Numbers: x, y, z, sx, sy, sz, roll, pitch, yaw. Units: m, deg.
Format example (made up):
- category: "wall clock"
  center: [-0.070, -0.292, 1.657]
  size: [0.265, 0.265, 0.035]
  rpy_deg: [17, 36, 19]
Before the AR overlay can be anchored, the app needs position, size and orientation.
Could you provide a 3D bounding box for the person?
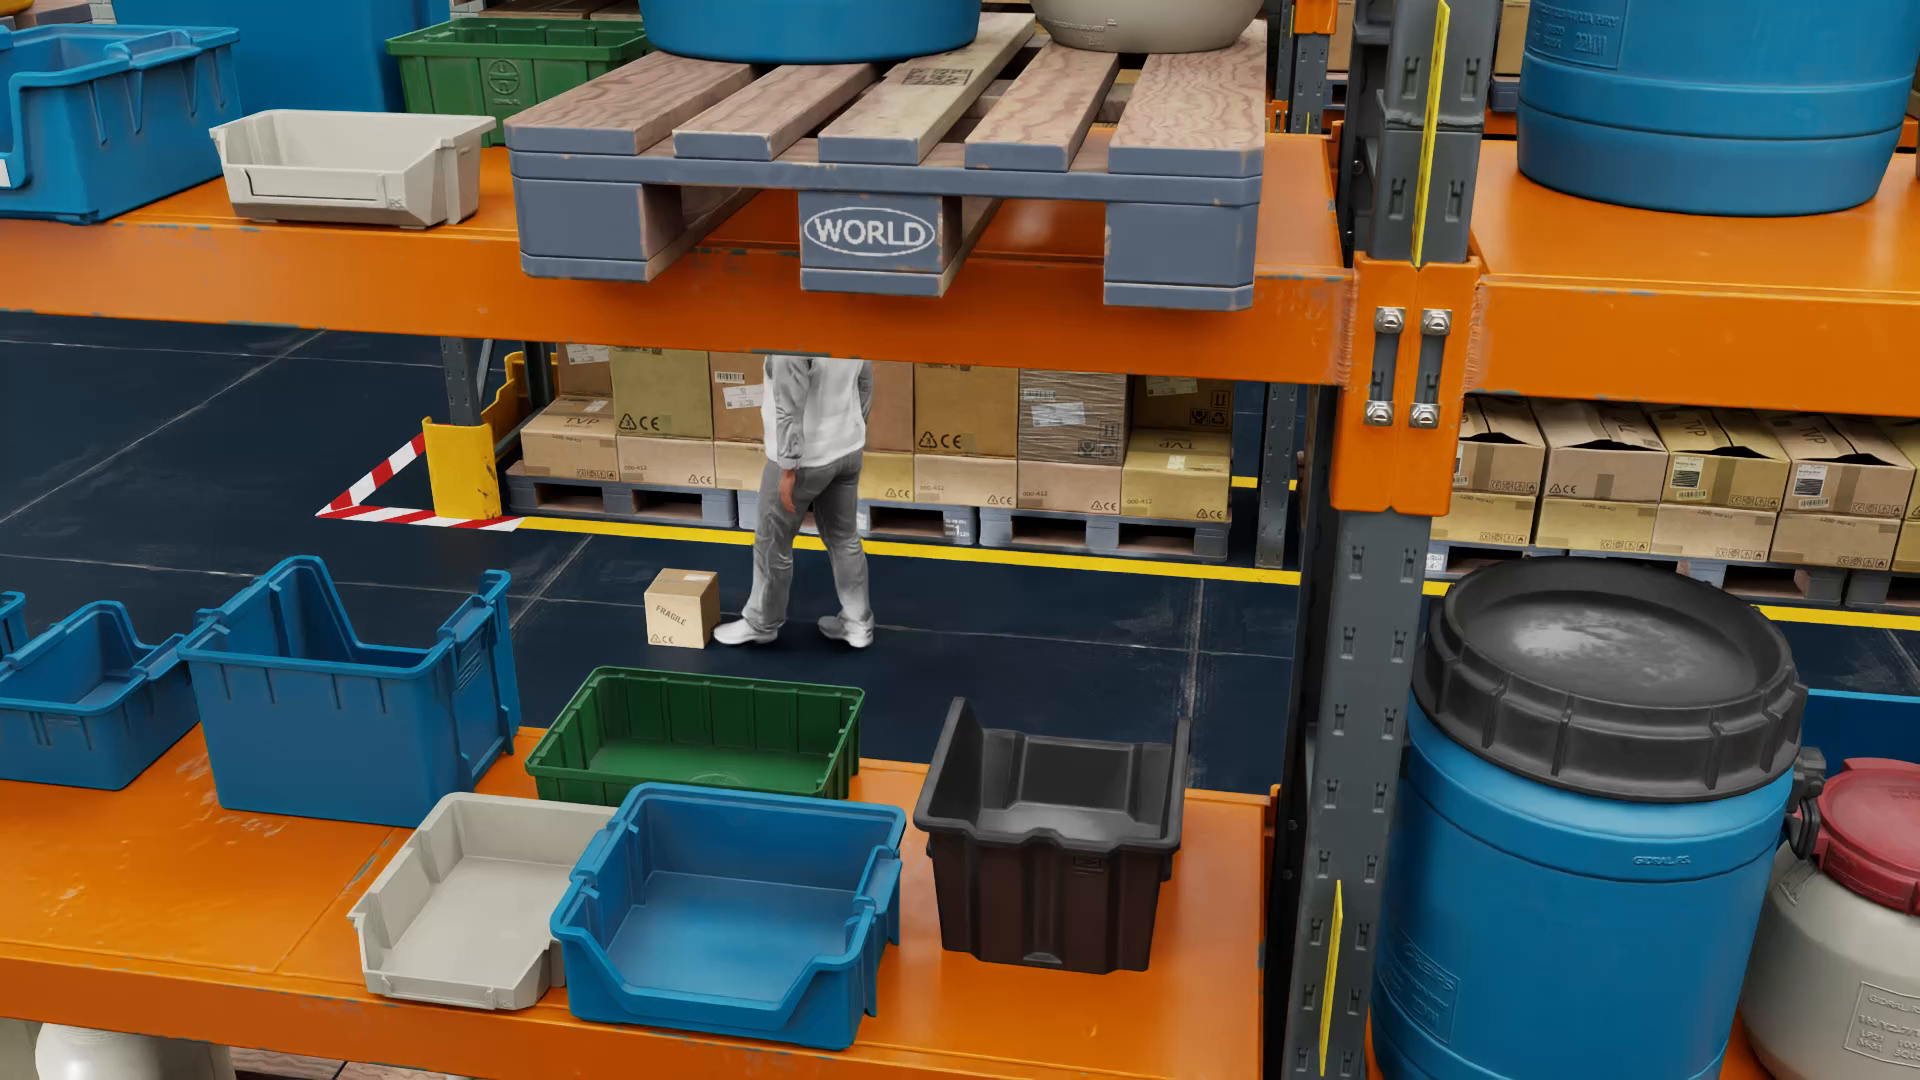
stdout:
- category: "person"
  center: [-0.696, -0.375, 6.860]
  size: [0.621, 1.765, 0.490]
  rpy_deg: [19, 31, 35]
